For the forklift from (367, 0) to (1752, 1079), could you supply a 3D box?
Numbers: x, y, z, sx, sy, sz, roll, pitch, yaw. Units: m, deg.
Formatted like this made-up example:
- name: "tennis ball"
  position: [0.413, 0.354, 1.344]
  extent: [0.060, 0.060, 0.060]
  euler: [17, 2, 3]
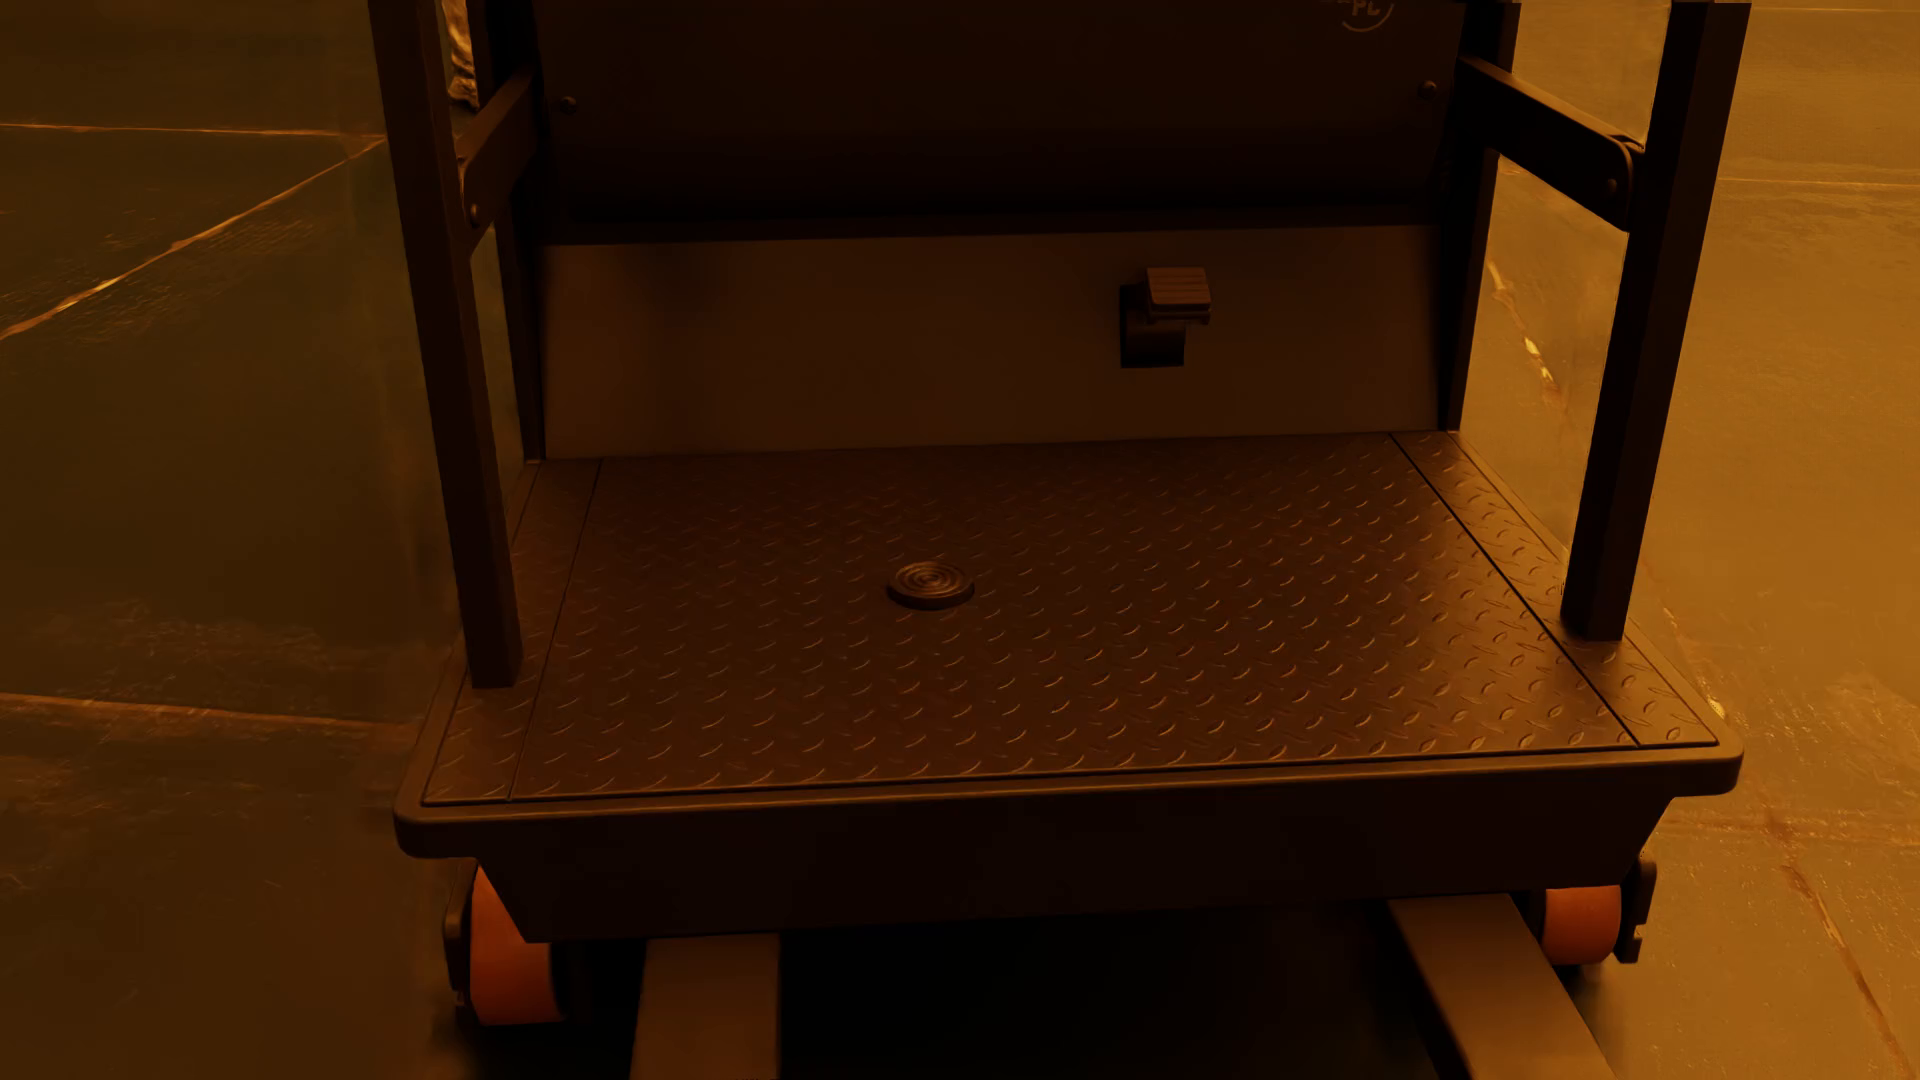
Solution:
- name: "forklift"
  position: [0.065, -1.008, 1.237]
  extent: [1.130, 2.935, 3.031]
  euler: [-2, 27, -4]

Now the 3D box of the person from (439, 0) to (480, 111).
- name: "person"
  position: [-1.484, -2.177, 4.852]
  extent: [0.655, 1.782, 0.577]
  euler: [-11, 29, -21]
